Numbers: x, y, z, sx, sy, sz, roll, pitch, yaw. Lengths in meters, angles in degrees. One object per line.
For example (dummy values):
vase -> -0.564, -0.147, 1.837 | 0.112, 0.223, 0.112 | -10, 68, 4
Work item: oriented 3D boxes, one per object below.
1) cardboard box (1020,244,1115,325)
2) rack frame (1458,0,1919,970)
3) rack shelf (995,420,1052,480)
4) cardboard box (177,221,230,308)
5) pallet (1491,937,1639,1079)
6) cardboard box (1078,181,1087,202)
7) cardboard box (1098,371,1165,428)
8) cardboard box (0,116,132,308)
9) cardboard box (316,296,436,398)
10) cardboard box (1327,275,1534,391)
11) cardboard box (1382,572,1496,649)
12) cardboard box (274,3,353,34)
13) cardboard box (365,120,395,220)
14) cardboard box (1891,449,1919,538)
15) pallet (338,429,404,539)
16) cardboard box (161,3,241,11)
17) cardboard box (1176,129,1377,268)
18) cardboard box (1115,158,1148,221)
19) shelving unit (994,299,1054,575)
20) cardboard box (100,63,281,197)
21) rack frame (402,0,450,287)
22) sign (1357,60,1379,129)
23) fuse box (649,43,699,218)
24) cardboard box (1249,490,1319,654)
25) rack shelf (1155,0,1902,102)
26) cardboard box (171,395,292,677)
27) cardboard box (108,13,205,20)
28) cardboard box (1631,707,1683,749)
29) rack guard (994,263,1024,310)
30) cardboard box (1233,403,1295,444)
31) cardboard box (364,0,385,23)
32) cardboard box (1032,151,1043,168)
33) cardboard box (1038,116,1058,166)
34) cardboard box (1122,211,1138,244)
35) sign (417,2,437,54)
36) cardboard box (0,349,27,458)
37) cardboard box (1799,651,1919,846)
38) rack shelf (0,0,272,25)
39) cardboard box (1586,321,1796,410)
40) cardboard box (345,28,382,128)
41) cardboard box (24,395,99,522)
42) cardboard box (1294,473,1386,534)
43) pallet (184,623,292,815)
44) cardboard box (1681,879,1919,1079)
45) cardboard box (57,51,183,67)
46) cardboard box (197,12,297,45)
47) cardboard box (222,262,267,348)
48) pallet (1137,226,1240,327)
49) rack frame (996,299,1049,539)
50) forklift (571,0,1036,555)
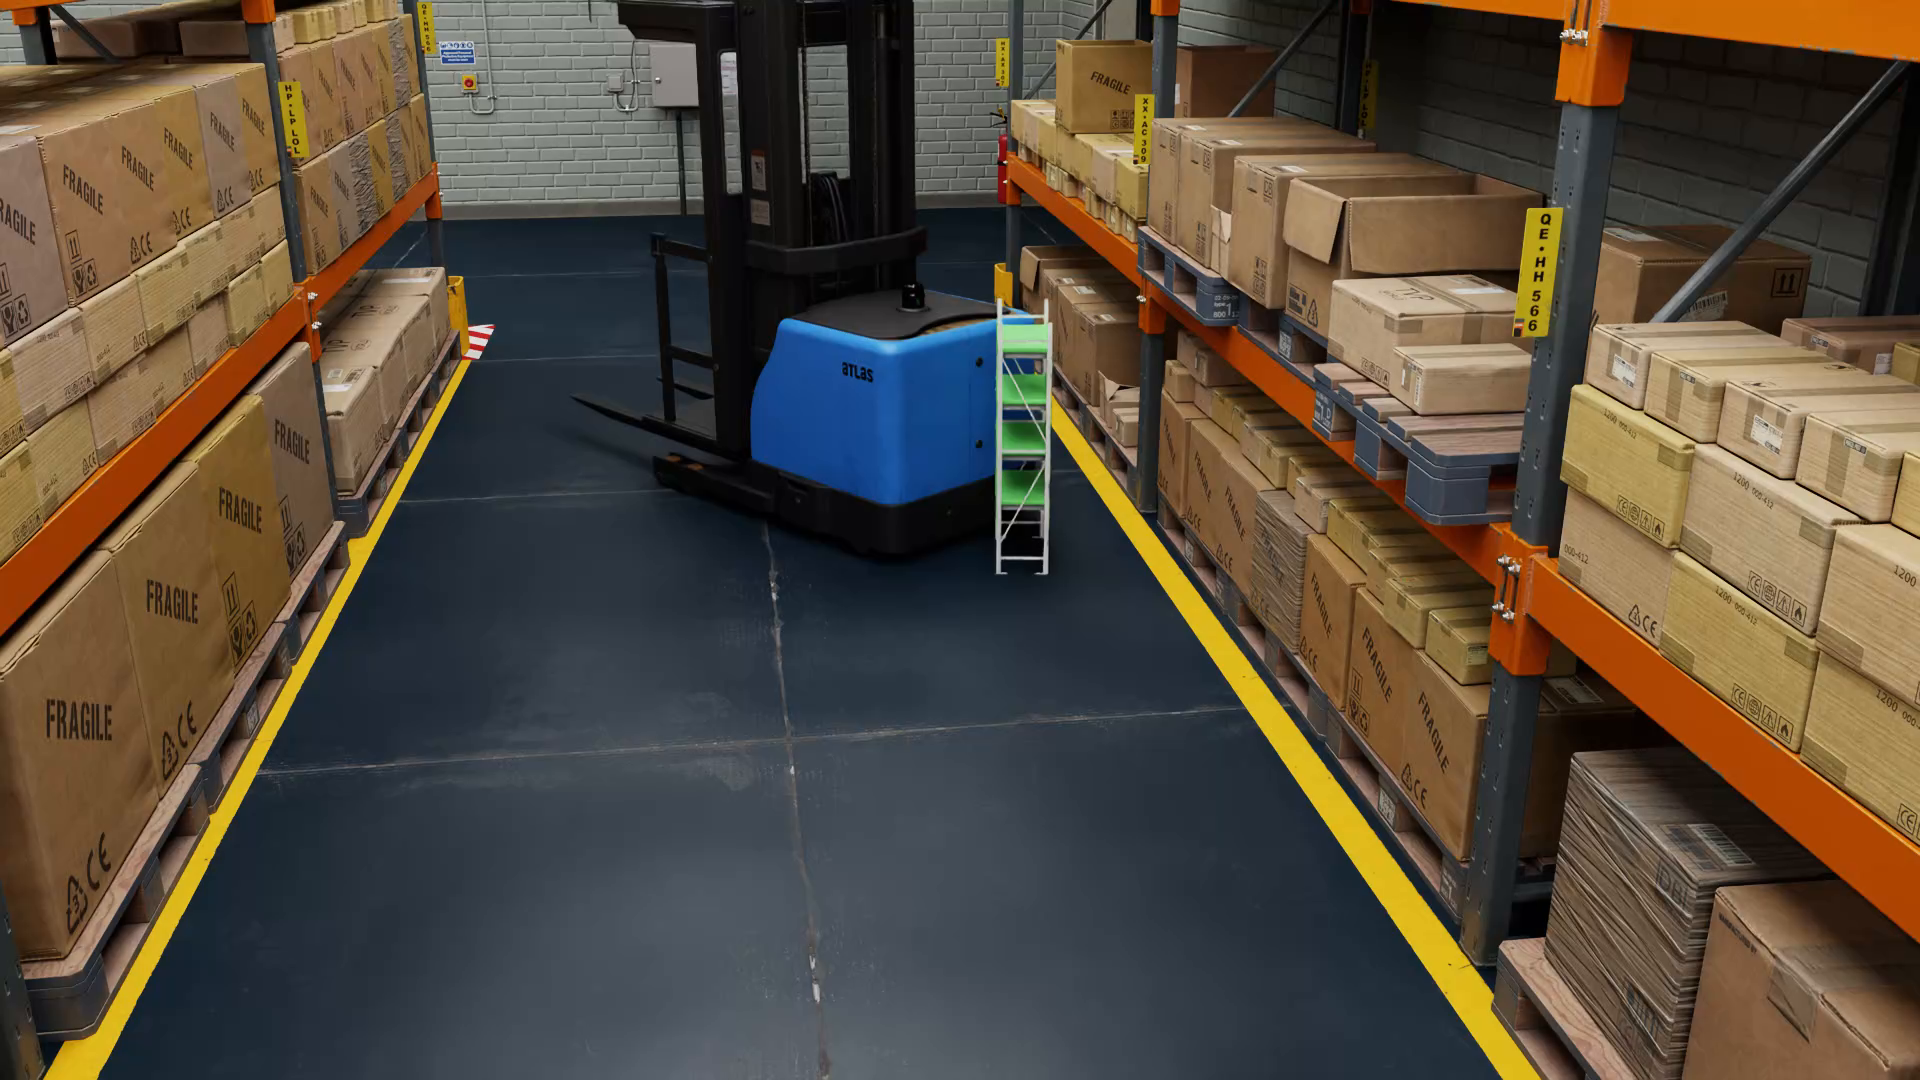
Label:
cardboard box -> 0.833, -1.777, 11.654 | 0.797, 0.503, 0.637 | -4, 21, -10
rack frame -> 1.992, -0.196, 4.454 | 1.000, 3.000, 0.127 | -3, 21, -8
rack shelf -> 0.293, -0.426, 7.823 | 0.258, 0.148, 0.480 | 0, 20, 1
cardboard box -> -3.032, -1.001, 6.110 | 0.500, 0.250, 0.500 | -2, 21, -6
pallet -> 2.072, 1.397, 4.174 | 1.003, 0.211, 1.213 | -3, 21, -8
cardboard box -> 0.915, -2.096, 9.901 | 0.380, 0.149, 0.250 | -3, 21, -8
cardboard box -> 0.993, -0.799, 9.375 | 0.396, 0.266, 0.258 | -2, 21, -6
cardboard box -> -2.889, -0.994, 5.019 | 0.500, 0.500, 0.500 | -2, 21, -6
cardboard box -> -3.738, -1.171, 10.126 | 0.875, 0.438, 0.875 | -2, 21, -6
cardboard box -> 1.520, -0.672, 5.341 | 0.500, 0.250, 0.500 | -4, 21, -10
cardboard box -> 1.600, 0.223, 5.377 | 0.380, 0.149, 0.250 | -4, 21, -11
cardboard box -> -3.485, -2.799, 8.925 | 0.380, 0.149, 0.250 | -3, 21, -8
cardboard box -> -3.512, -2.077, 9.348 | 0.500, 0.500, 0.500 | -2, 21, -6
cardboard box -> 1.965, -0.066, 3.036 | 0.380, 0.149, 0.250 | -3, 21, -7
pallet -> -3.528, -0.290, 8.692 | 1.003, 0.211, 1.213 | -3, 21, -8
cardboard box -> -4.027, -2.769, 8.845 | 0.380, 0.149, 0.250 | -3, 21, -8
cardboard box -> 1.339, -1.467, 7.113 | 0.700, 0.500, 0.500 | -3, 21, -7
cardboard box -> 1.101, -1.814, 8.576 | 0.500, 0.250, 0.500 | -2, 21, -6
shelving unit -> 0.293, -0.485, 7.801 | 0.258, 1.200, 0.503 | 0, 20, 1
cardboard box -> -3.183, -1.703, 6.916 | 0.500, 0.500, 0.500 | -2, 21, -6
rack frame -> -4.072, -2.714, 11.197 | 1.000, 3.000, 0.127 | -3, 21, -8
sign -> 1.964, -2.153, 8.038 | 0.100, 0.325, 0.005 | -3, 21, -8
fuse box -> -2.809, -4.117, 16.794 | 0.539, 1.711, 0.414 | -3, 21, -8
cardboard box -> 1.485, 0.109, 6.610 | 0.500, 0.500, 0.500 | -4, 21, -10
rack shelf -> 1.704, -1.957, 5.909 | 1.077, 0.370, 4.000 | -3, 21, -8
cardboard box -> -3.189, -0.008, 6.387 | 0.875, 0.875, 0.875 | -2, 21, -6
cardboard box -> -3.812, -2.423, 7.917 | 0.380, 0.149, 0.250 | -3, 21, -8
cardboard box -> 2.209, 0.618, 5.247 | 0.500, 0.500, 0.500 | -2, 21, -6
rack guard -> 0.850, -1.769, 12.237 | 1.175, 0.500, 0.348 | -3, 21, -8
cardboard box -> 1.422, -0.499, 7.309 | 0.380, 0.149, 0.250 | -3, 21, -9
cardboard box -> -3.646, -3.158, 9.886 | 0.380, 0.149, 0.250 | -2, 21, -7
cardboard box -> 0.697, -2.635, 11.343 | 0.380, 0.149, 0.250 | -2, 21, -6
cardboard box -> 0.787, -2.515, 10.451 | 0.500, 0.250, 0.500 | -3, 21, -9
cardboard box -> 1.061, -1.650, 8.706 | 0.380, 0.149, 0.250 | -2, 21, -6
sign -> -3.533, -3.390, 11.013 | 0.100, 0.325, 0.005 | -3, 21, -8
cardboard box -> -2.748, -0.296, 4.222 | 0.500, 0.250, 0.500 | -3, 21, -8
cardboard box -> 1.963, 0.392, 3.093 | 0.500, 0.250, 0.500 | -4, 21, -10
rack shelf -> -3.207, -1.705, 5.236 | 1.077, 0.370, 4.000 | -3, 21, -8
cardboard box -> 1.747, -0.422, 3.988 | 0.380, 0.149, 0.250 | -2, 21, -6
cardboard box -> -3.524, -2.550, 9.184 | 0.500, 0.500, 0.500 | -3, 21, -8
cardboard box -> -2.832, -0.233, 4.768 | 0.500, 0.250, 0.500 | -4, 21, -9
cardboard box -> 1.507, -0.145, 6.361 | 0.380, 0.149, 0.250 | -4, 21, -10
pallet -> -3.131, 0.664, 6.138 | 1.003, 0.211, 1.213 | -3, 21, -8
cardboard box -> 2.170, 1.162, 3.612 | 0.875, 0.625, 0.625 | -2, 21, -6
cardboard box -> -3.837, -1.994, 7.696 | 0.500, 0.500, 0.500 | -3, 21, -8
cardboard box -> -3.416, -2.445, 7.977 | 0.380, 0.149, 0.250 | -3, 21, -8
cardboard box -> -3.109, -0.940, 6.661 | 0.500, 0.250, 0.500 | -3, 21, -9
pallet -> 1.423, -1.209, 7.440 | 1.003, 0.211, 1.213 | -3, 21, -8
rack frame -> 0.297, -0.571, 8.030 | 0.240, 1.200, 0.015 | 0, 20, 1
forklift -> -1.012, -1.730, 8.658 | 1.130, 2.935, 3.031 | -19, 28, -41
